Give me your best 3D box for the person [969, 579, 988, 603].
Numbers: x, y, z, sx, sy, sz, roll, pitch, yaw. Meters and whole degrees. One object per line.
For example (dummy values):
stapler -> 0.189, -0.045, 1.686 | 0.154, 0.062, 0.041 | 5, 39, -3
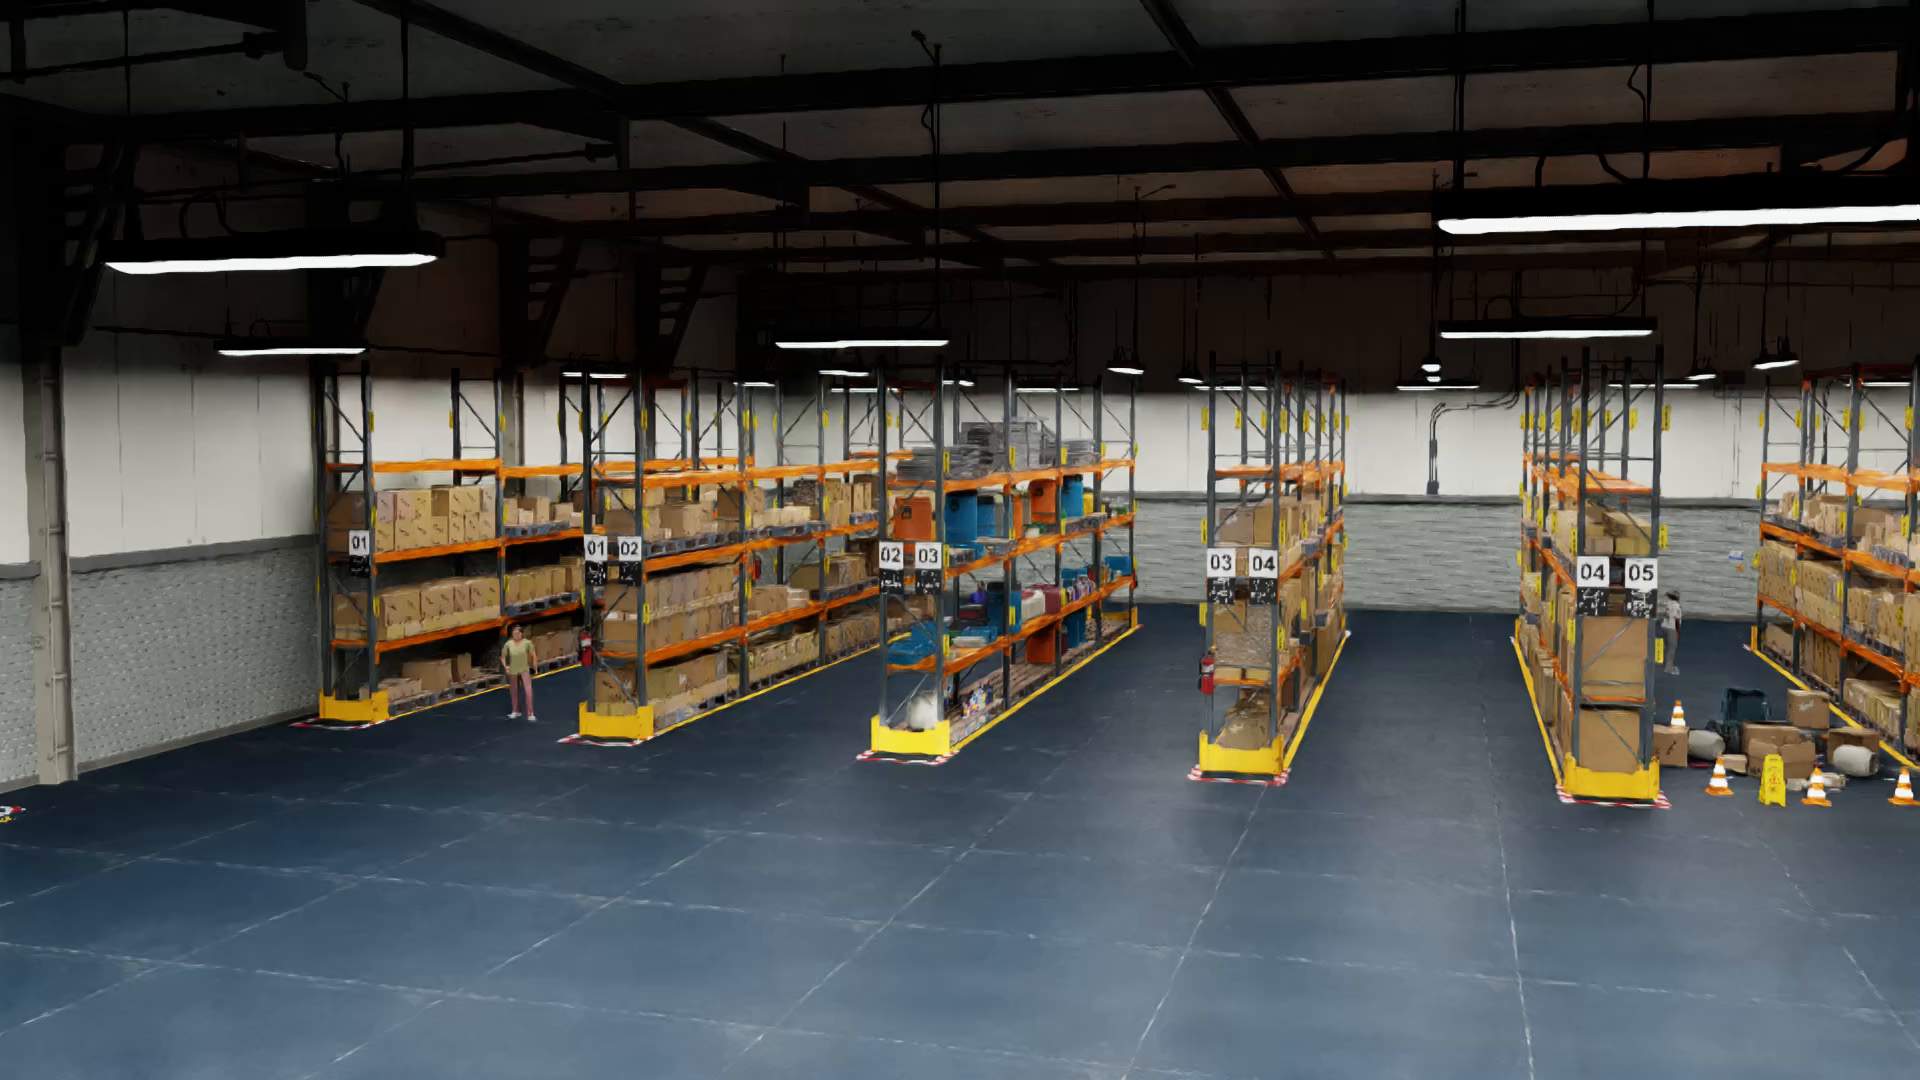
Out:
person -> 0.463, 1.648, 35.961 | 0.592, 1.589, 0.518 | 1, 4, 14

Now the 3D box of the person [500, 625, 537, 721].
person -> -7.351, 2.205, 27.804 | 0.621, 1.610, 0.790 | 0, 4, -4

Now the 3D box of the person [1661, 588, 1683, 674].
person -> 14.141, 1.795, 32.953 | 0.443, 1.680, 0.545 | 0, 4, -5
